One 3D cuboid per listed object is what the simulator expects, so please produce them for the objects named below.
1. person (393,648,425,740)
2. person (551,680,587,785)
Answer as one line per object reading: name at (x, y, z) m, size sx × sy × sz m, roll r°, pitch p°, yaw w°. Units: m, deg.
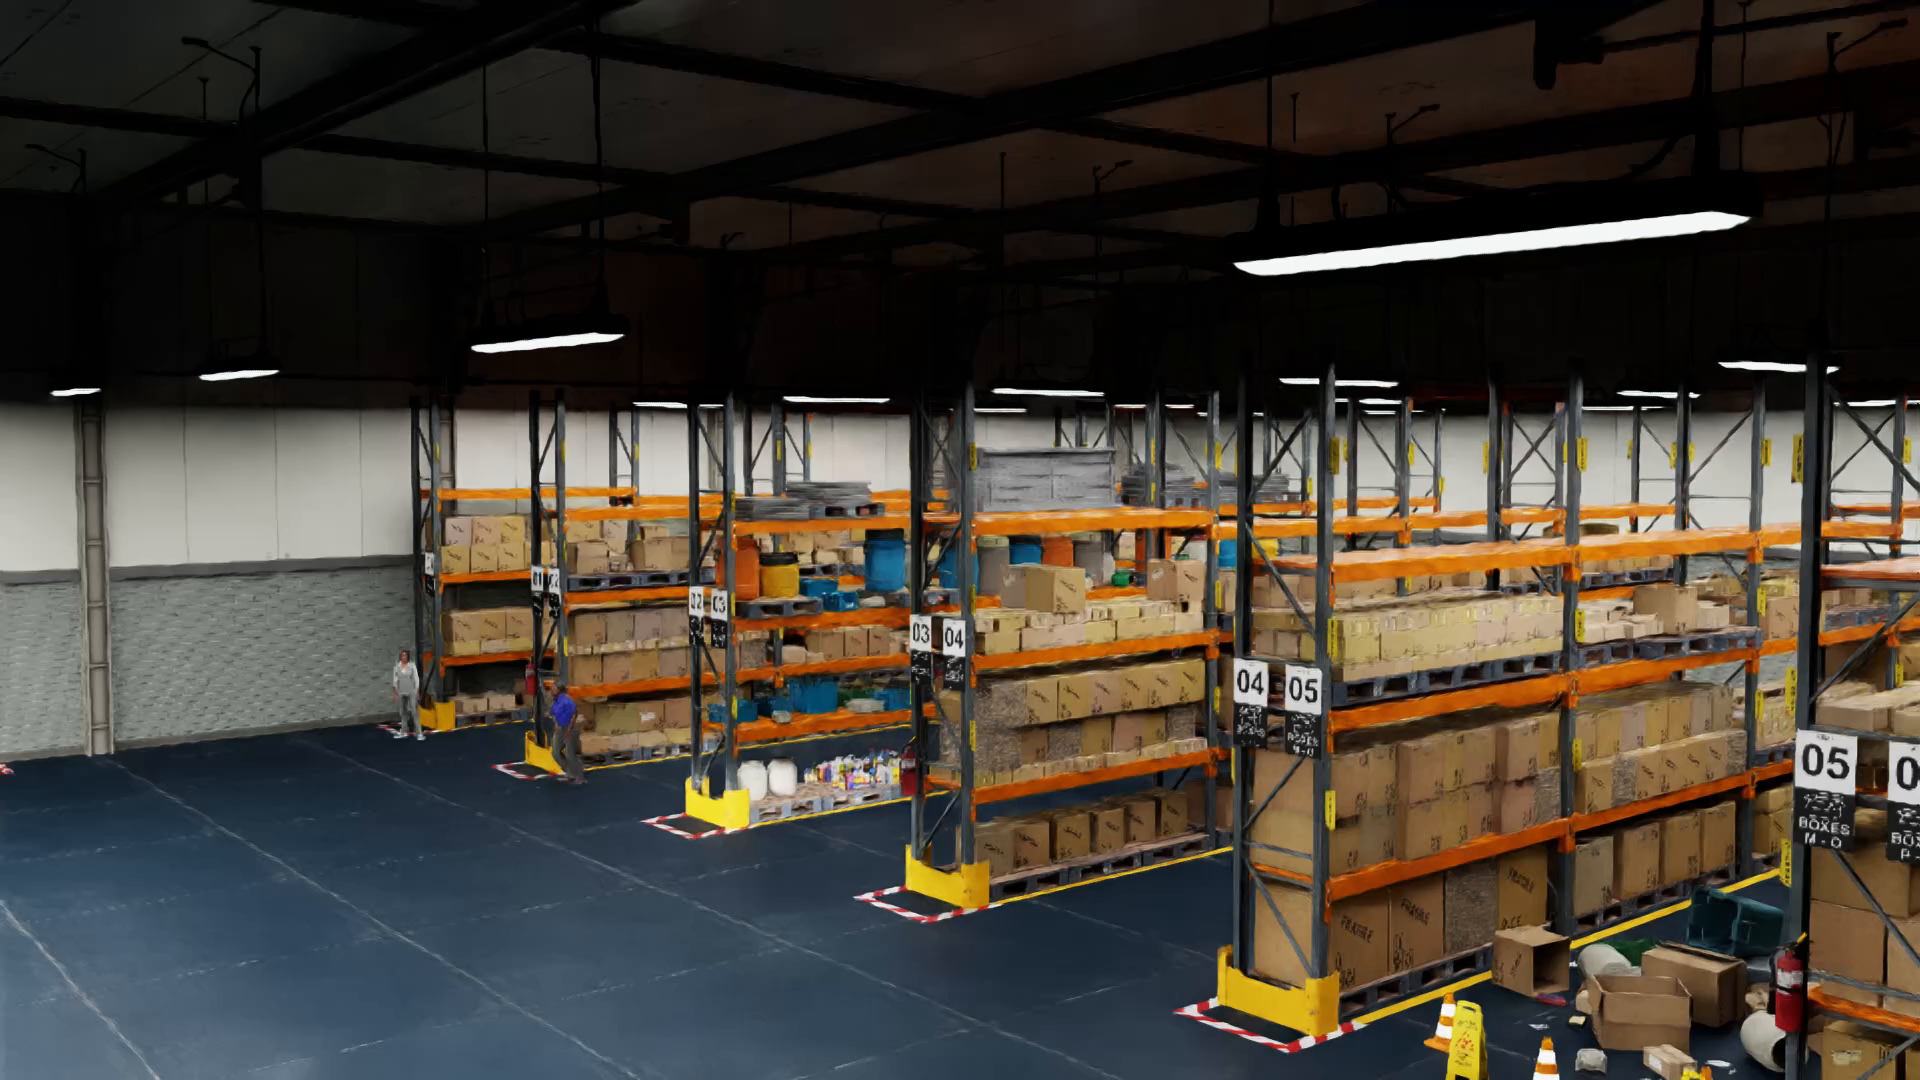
person at (-9.540, 2.661, 28.784) m, size 0.636 × 1.586 × 0.530 m, roll 0°, pitch 3°, yaw -3°
person at (-5.932, 2.891, 25.091) m, size 0.513 × 1.604 × 0.592 m, roll -3°, pitch 4°, yaw -41°
